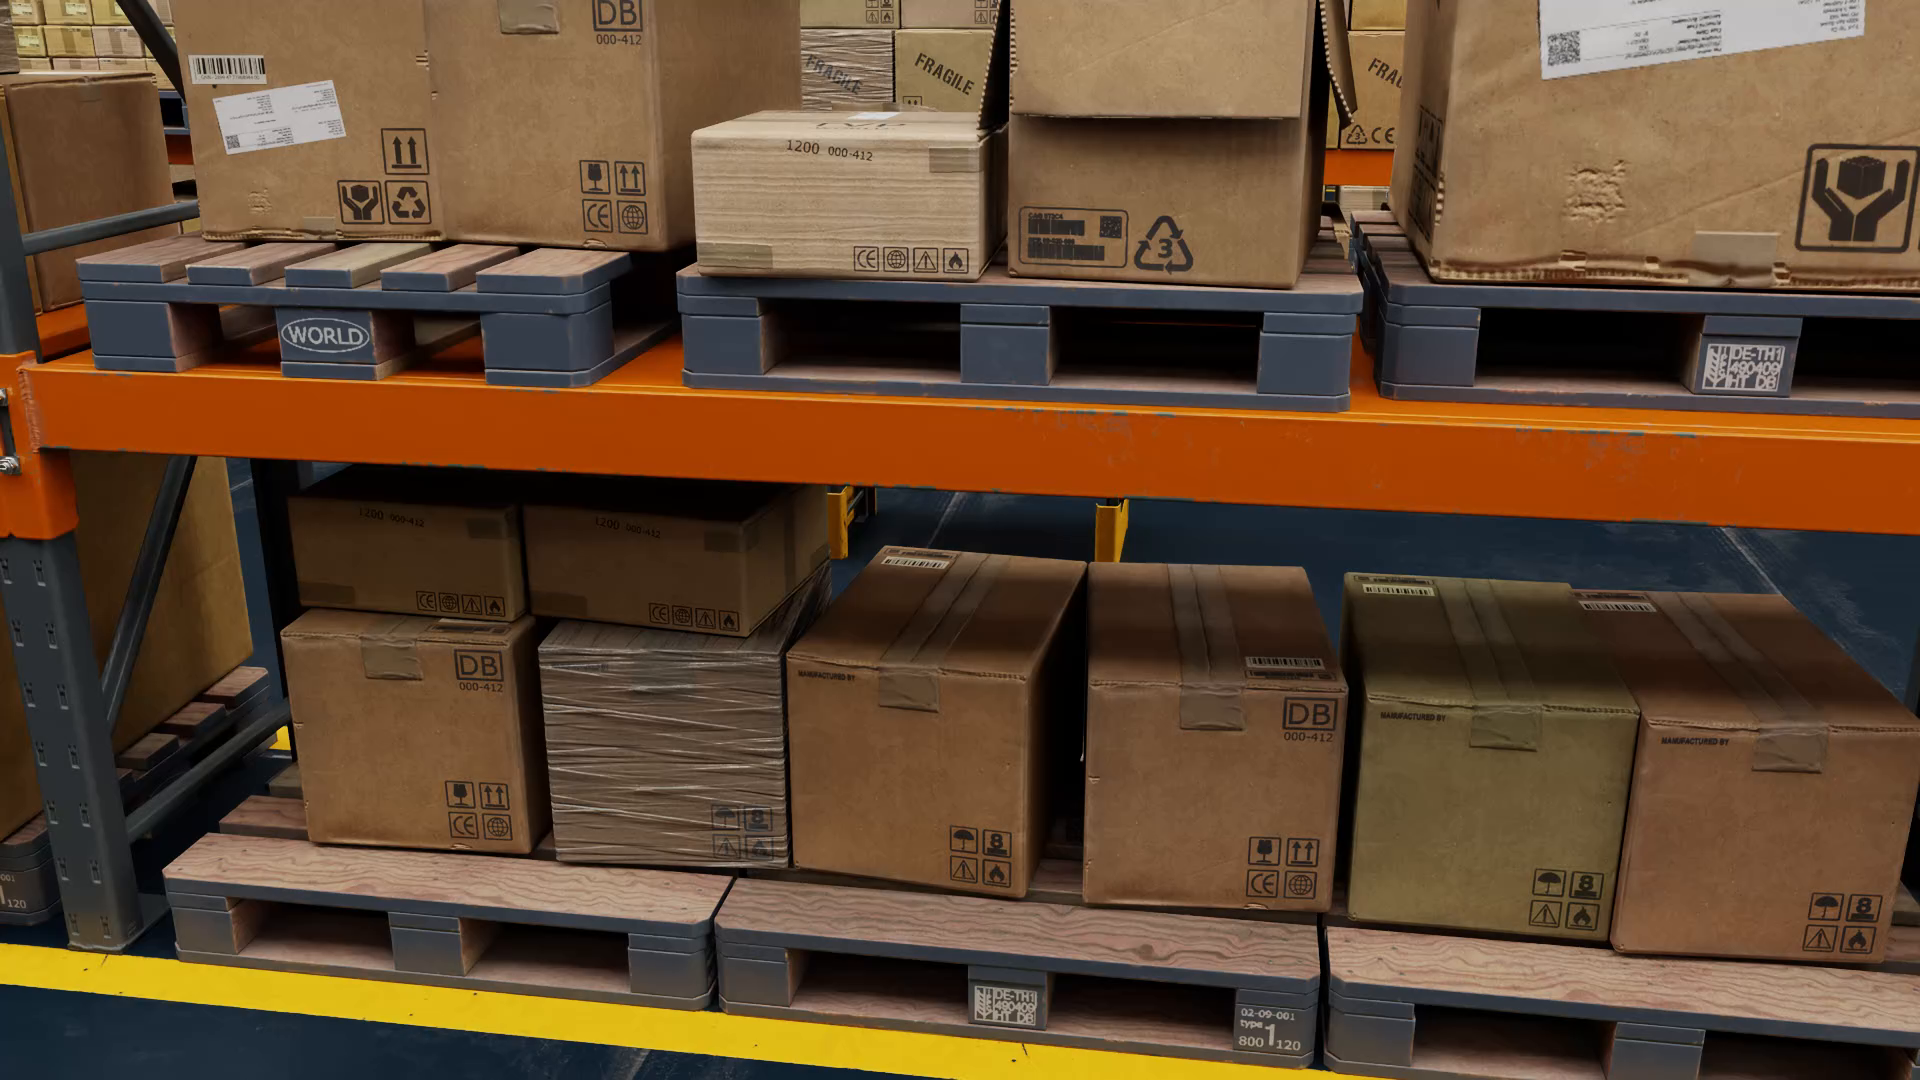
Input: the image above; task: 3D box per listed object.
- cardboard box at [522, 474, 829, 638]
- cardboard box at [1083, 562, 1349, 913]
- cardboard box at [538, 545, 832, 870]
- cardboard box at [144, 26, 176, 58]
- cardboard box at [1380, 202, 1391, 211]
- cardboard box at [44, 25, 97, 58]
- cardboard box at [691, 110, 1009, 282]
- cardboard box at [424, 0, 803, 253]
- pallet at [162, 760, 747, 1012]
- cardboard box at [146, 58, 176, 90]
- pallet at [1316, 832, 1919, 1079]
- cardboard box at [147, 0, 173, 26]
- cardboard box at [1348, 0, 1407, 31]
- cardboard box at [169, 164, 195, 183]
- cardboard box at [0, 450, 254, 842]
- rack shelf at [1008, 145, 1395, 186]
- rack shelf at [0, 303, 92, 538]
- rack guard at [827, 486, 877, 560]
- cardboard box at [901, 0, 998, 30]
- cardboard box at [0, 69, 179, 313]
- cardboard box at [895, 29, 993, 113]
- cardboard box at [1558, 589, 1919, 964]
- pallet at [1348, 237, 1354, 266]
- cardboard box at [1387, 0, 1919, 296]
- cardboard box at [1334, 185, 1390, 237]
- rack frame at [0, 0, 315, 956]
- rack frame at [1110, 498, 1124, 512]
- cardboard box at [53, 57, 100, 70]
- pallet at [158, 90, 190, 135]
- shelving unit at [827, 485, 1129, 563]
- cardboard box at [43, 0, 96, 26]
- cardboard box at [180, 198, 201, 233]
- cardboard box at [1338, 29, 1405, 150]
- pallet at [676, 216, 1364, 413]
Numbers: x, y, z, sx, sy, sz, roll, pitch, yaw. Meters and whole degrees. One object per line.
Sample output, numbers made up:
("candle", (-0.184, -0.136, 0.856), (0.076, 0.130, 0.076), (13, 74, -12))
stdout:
("cardboard box", (-0.611, -0.011, 3.674), (0.500, 0.250, 0.500), (5, 19, 15))
("cardboard box", (0.524, 0.402, 3.620), (0.500, 0.500, 0.700), (1, 19, 4))
("cardboard box", (-0.588, 0.348, 3.782), (0.500, 0.500, 0.700), (1, 19, 4))
("cardboard box", (-3.781, -2.449, 8.161), (0.250, 0.149, 0.380), (2, 19, 6))
("cardboard box", (2.406, -1.163, 7.936), (0.750, 0.750, 1.050), (3, 19, 8))
("cardboard box", (-4.293, -2.475, 8.238), (0.250, 0.149, 0.380), (3, 19, 8))
("cardboard box", (-0.184, -0.652, 3.099), (0.500, 0.250, 0.500), (2, 19, 7))
("cardboard box", (-0.696, -0.915, 3.492), (0.500, 0.500, 0.700), (6, 19, 17))
("pallet", (-1.031, 0.682, 3.932), (1.213, 0.211, 1.003), (3, 19, 9))
("cardboard box", (-3.781, -2.308, 8.207), (0.250, 0.149, 0.380), (3, 19, 9))
("pallet", (1.378, 0.805, 3.565), (1.213, 0.211, 1.003), (3, 19, 9))
("cardboard box", (-3.774, -2.589, 8.111), (0.250, 0.149, 0.380), (3, 19, 8))
("cardboard box", (2.034, -2.598, 7.606), (0.500, 0.500, 0.700), (3, 19, 8))
("cardboard box", (-6.557, -3.126, 14.296), (0.875, 0.438, 0.875), (3, 19, 10))
("cardboard box", (-2.480, 0.087, 4.003), (0.875, 0.875, 1.225), (2, 19, 6))
("rack shelf", (1.059, -1.787, 8.051), (4.000, 0.370, 1.077), (3, 19, 9))
("rack shelf", (-3.777, -0.440, 4.024), (4.000, 0.370, 1.077), (3, 19, 9))
("rack guard", (-0.416, -0.140, 6.327), (0.087, 0.250, 0.587), (3, 19, 9))
("cardboard box", (0.026, -2.700, 7.912), (0.500, 0.500, 0.700), (3, 19, 8))
("cardboard box", (-2.239, -0.837, 3.921), (0.500, 0.500, 0.500), (3, 19, 10))
("cardboard box", (-0.013, -2.145, 7.828), (0.500, 0.500, 0.500), (3, 19, 8))
("cardboard box", (1.544, 0.460, 3.447), (0.500, 0.500, 0.700), (1, 19, 4))
("pallet", (2.950, -2.300, 12.844), (1.213, 0.211, 1.003), (3, 19, 9))
("cardboard box", (1.385, -1.046, 3.096), (1.000, 1.000, 1.000), (3, 19, 9))
("cardboard box", (3.201, -2.562, 12.713), (0.625, 0.372, 0.950), (3, 19, 9))
("rack frame", (-1.802, -0.680, 3.609), (0.127, 3.000, 1.000), (3, 19, 9))
("rack frame", (0.586, -0.681, 5.976), (0.032, 1.500, 0.500), (3, 19, 9))
("cardboard box", (-4.274, -2.334, 8.287), (0.250, 0.149, 0.380), (3, 19, 10))
("pallet", (-4.134, -2.255, 8.619), (1.213, 0.211, 1.003), (3, 19, 9))
("shelving unit", (0.075, -0.707, 6.054), (1.083, 1.500, 0.587), (3, 19, 9))
("cardboard box", (-4.273, -2.617, 8.192), (0.250, 0.149, 0.380), (3, 19, 10))
("cardboard box", (-3.651, -1.654, 8.614), (0.500, 0.250, 0.500), (3, 19, 10))
("cardboard box", (1.977, -2.043, 7.524), (0.500, 0.500, 0.500), (3, 19, 8))
("pallet", (0.159, -0.502, 3.380), (1.213, 0.211, 1.003), (3, 19, 9))
